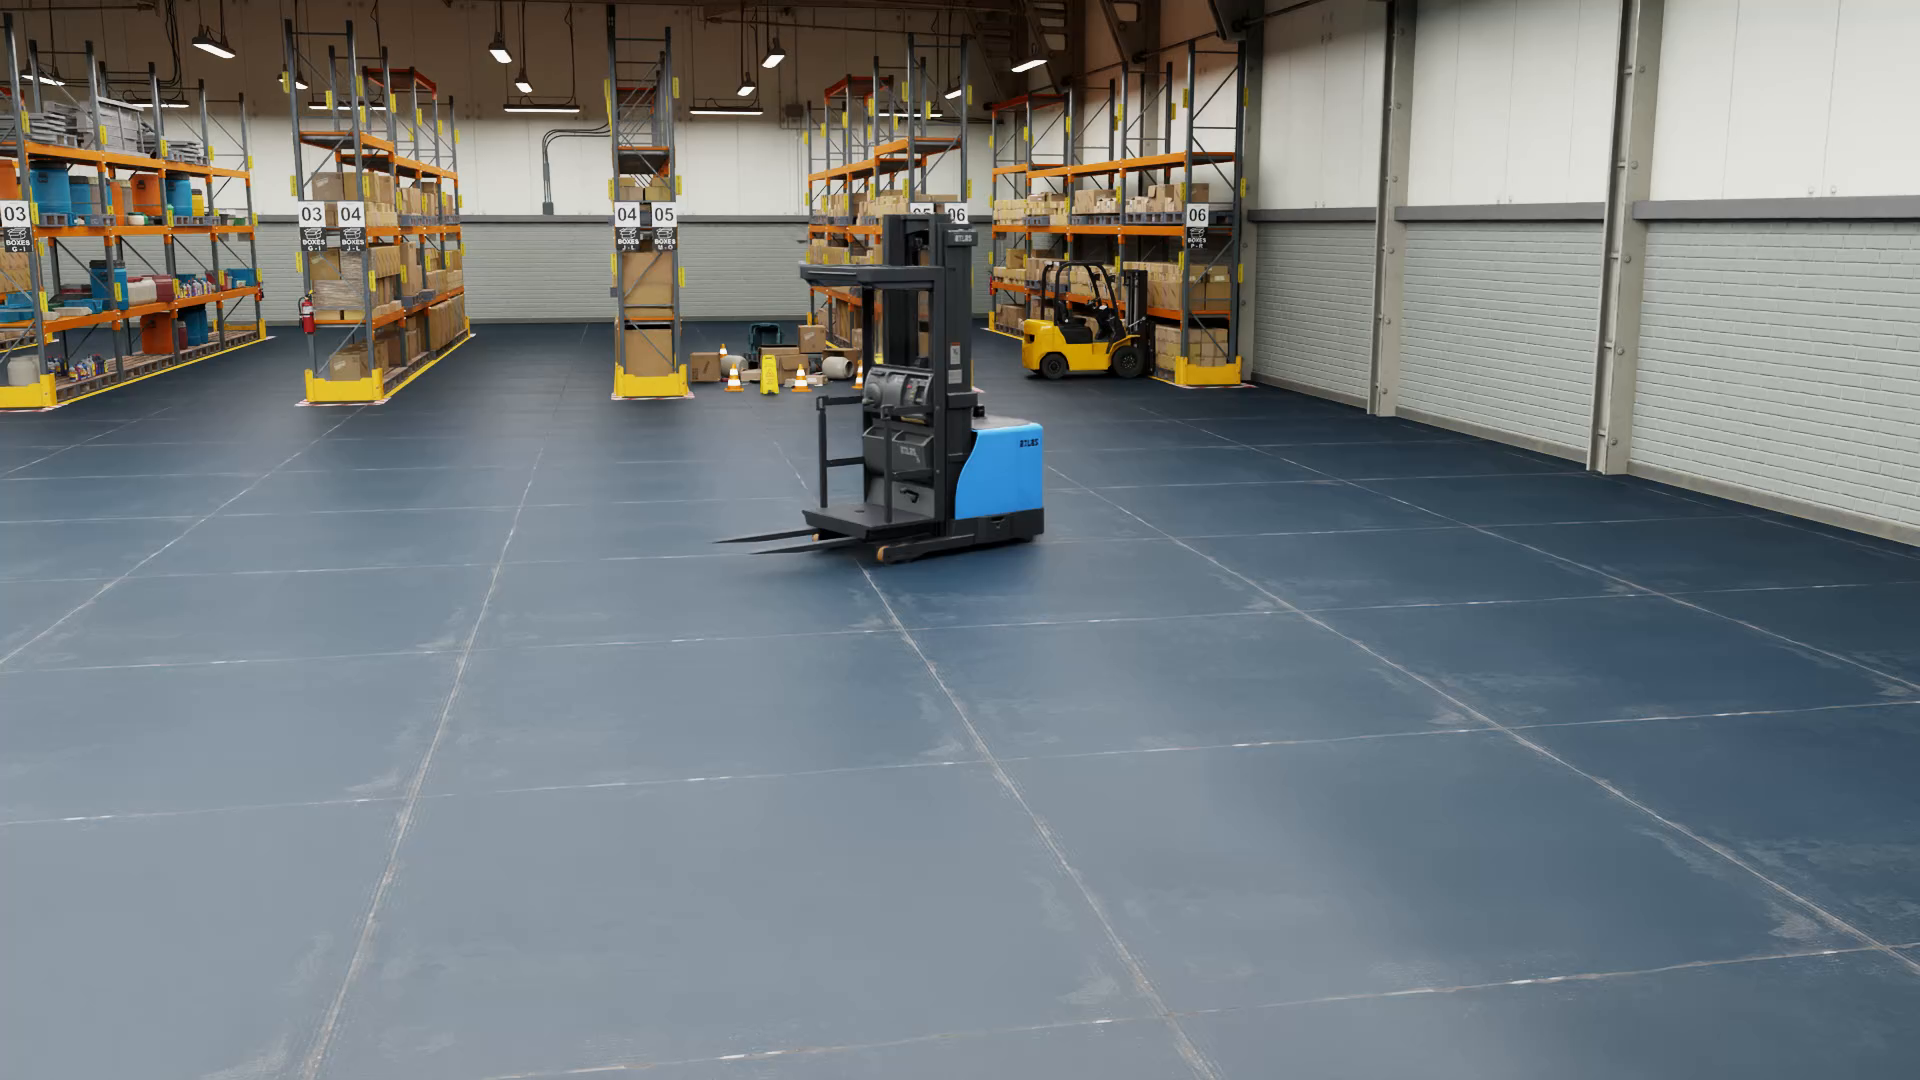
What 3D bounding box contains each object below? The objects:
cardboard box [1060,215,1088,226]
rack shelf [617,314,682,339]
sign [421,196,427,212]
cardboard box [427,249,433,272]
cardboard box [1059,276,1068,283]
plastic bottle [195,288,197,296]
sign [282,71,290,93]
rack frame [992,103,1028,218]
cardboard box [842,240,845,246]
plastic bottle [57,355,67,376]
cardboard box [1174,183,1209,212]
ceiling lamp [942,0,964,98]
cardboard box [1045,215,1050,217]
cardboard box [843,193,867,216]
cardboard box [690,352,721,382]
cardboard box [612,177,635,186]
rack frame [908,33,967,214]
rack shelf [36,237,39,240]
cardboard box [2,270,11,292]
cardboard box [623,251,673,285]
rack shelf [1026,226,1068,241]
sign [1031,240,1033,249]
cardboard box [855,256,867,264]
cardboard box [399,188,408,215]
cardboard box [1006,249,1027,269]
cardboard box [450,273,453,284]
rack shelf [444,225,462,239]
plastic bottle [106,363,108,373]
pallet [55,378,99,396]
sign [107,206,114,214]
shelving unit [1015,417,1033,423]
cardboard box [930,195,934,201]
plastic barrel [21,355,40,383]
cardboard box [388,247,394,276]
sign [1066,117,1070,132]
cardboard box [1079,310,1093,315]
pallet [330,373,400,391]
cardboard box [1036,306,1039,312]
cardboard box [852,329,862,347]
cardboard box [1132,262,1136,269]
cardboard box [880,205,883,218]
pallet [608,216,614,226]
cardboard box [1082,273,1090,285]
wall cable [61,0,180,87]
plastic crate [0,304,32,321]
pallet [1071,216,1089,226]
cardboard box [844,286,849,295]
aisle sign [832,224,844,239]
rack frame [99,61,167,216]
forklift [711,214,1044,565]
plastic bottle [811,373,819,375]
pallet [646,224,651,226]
[{"bbox_3d":[2.593,-7.264,37.771,0.500,0.250,0.500,-2,11,-13],"label":"cardboard box"},{"bbox_3d":[-5.606,-3.945,29.880,1.077,0.370,4.000,-2,11,-11],"label":"rack shelf"},{"bbox_3d":[-11.125,-6.984,34.517,0.100,0.325,0.005,-2,11,-11],"label":"sign"},{"bbox_3d":[-12.045,-6.156,36.622,0.797,0.503,0.637,-2,11,-9],"label":"cardboard box"},{"bbox_3d":[2.427,-5.968,38.133,0.380,0.149,0.250,-2,11,-10],"label":"cardboard box"},{"bbox_3d":[-16.611,-5.386,36.055,0.097,0.201,0.097,0,11,0],"label":"plastic bottle"},{"bbox_3d":[-10.650,-7.237,26.285,0.100,0.325,0.005,-2,11,-11],"label":"sign"},{"bbox_3d":[1.375,-10.193,44.737,1.000,3.000,0.127,-2,11,-11],"label":"rack frame"},{"bbox_3d":[-3.032,-7.287,40.839,0.380,0.149,0.250,-2,11,-10],"label":"cardboard box"},{"bbox_3d":[-15.847,-3.080,29.320,0.144,0.351,0.185,-2,11,-11],"label":"plastic bottle"},{"bbox_3d":[4.162,-6.162,29.922,0.500,0.500,0.500,-2,11,-9],"label":"cardboard box"},{"bbox_3d":[0.160,-12.093,39.109,0.800,3.185,2.000,-2,11,-11],"label":"ceiling lamp"},{"bbox_3d":[2.334,-8.162,41.691,0.500,0.250,0.500,-2,11,-12],"label":"cardboard box"},{"bbox_3d":[-2.159,-7.392,36.642,0.797,0.503,0.637,-3,11,-15],"label":"cardboard box"},{"bbox_3d":[-4.687,-3.191,30.673,0.500,0.500,0.500,0,11,-1],"label":"cardboard box"},{"bbox_3d":[-5.615,-5.979,27.765,0.380,0.149,0.250,-2,11,-10],"label":"cardboard box"},{"bbox_3d":[-0.381,-7.077,28.367,1.000,3.000,0.127,-2,11,-11],"label":"rack frame"},{"bbox_3d":[-22.543,-7.098,38.423,1.077,0.370,4.000,-2,11,-11],"label":"rack shelf"},{"bbox_3d":[-22.183,-5.949,38.218,0.500,0.500,0.500,-2,11,-11],"label":"cardboard box"},{"bbox_3d":[-5.251,-4.605,28.135,0.875,0.550,0.550,-2,11,-11],"label":"cardboard box"},{"bbox_3d":[2.542,-7.266,39.303,1.077,0.370,4.000,-2,11,-11],"label":"rack shelf"},{"bbox_3d":[1.923,-7.987,45.247,0.100,0.325,0.005,-2,11,-11],"label":"sign"},{"bbox_3d":[-1.968,-5.813,35.582,0.500,0.500,0.500,-2,11,-8],"label":"cardboard box"},{"bbox_3d":[-11.058,-6.497,31.940,0.797,0.503,0.637,-2,11,-9],"label":"cardboard box"},{"bbox_3d":[1.491,-7.319,43.280,0.500,0.500,0.500,-2,11,-10],"label":"cardboard box"},{"bbox_3d":[-12.362,-6.230,39.567,0.500,0.250,0.500,-2,11,-11],"label":"cardboard box"},{"bbox_3d":[-12.825,-7.458,40.312,1.077,0.370,4.000,-2,11,-11],"label":"rack shelf"},{"bbox_3d":[-15.362,-3.110,29.874,0.097,0.201,0.097,0,11,0],"label":"plastic bottle"},{"bbox_3d":[-15.408,-2.605,28.371,1.003,0.211,1.213,-2,11,-11],"label":"pallet"},{"bbox_3d":[-15.197,-5.819,29.756,0.100,0.325,0.005,-2,11,-11],"label":"sign"},{"bbox_3d":[0.529,-0.613,15.664,0.215,1.050,0.252,-9,14,-38],"label":"shelving unit"},{"bbox_3d":[-0.315,-5.990,29.218,0.380,0.149,0.250,-2,11,-11],"label":"cardboard box"},{"bbox_3d":[-15.261,-2.784,27.385,0.421,0.512,0.421,0,11,0],"label":"plastic barrel"},{"bbox_3d":[-10.328,-4.934,29.414,0.500,0.500,0.500,-2,11,-11],"label":"cardboard box"},{"bbox_3d":[2.401,-9.202,36.820,0.100,0.325,0.005,-2,11,-11],"label":"sign"},{"bbox_3d":[2.983,-5.275,38.771,0.380,0.149,0.250,-2,11,-10],"label":"cardboard box"},{"bbox_3d":[-10.474,-2.788,29.332,1.003,0.211,1.213,-2,11,-11],"label":"pallet"},{"bbox_3d":[2.092,-5.686,40.929,0.380,0.149,0.250,-2,11,-13],"label":"cardboard box"},{"bbox_3d":[-1.837,-4.409,36.297,0.950,0.372,0.625,-3,11,-15],"label":"cardboard box"},{"bbox_3d":[3.637,-5.446,33.042,0.380,0.149,0.250,-2,11,-10],"label":"cardboard box"},{"bbox_3d":[-1.233,-6.225,31.517,0.500,0.250,0.500,-2,11,-11],"label":"cardboard box"},{"bbox_3d":[-7.331,-7.207,37.572,1.213,0.211,1.003,-2,11,-11],"label":"pallet"},{"bbox_3d":[2.958,-5.672,36.092,0.500,0.250,0.500,-2,11,-12],"label":"cardboard box"},{"bbox_3d":[-22.850,-13.562,45.072,3.097,2.526,0.112,-2,11,-11],"label":"wall cable"},{"bbox_3d":[-15.472,-3.717,27.155,0.499,0.251,0.408,-2,11,-11],"label":"plastic crate"},{"bbox_3d":[3.151,-7.038,36.690,1.213,0.211,1.003,-2,11,-8],"label":"pallet"},{"bbox_3d":[-2.290,-5.607,37.089,0.500,0.250,0.500,-3,11,-13],"label":"cardboard box"},{"bbox_3d":[-3.203,-8.366,44.232,0.394,0.787,0.004,-2,11,-11],"label":"aisle sign"},{"bbox_3d":[-16.516,-8.004,33.237,1.000,3.000,0.127,-2,11,-11],"label":"rack frame"},{"bbox_3d":[-0.706,-1.336,14.432,3.031,2.935,1.130,-8,14,-37],"label":"forklift"},{"bbox_3d":[-2.748,-3.116,31.456,0.133,0.061,0.283,0,11,-1],"label":"plastic bottle"},{"bbox_3d":[-6.375,-6.459,33.644,1.003,0.211,1.213,-2,11,-8],"label":"pallet"}]
